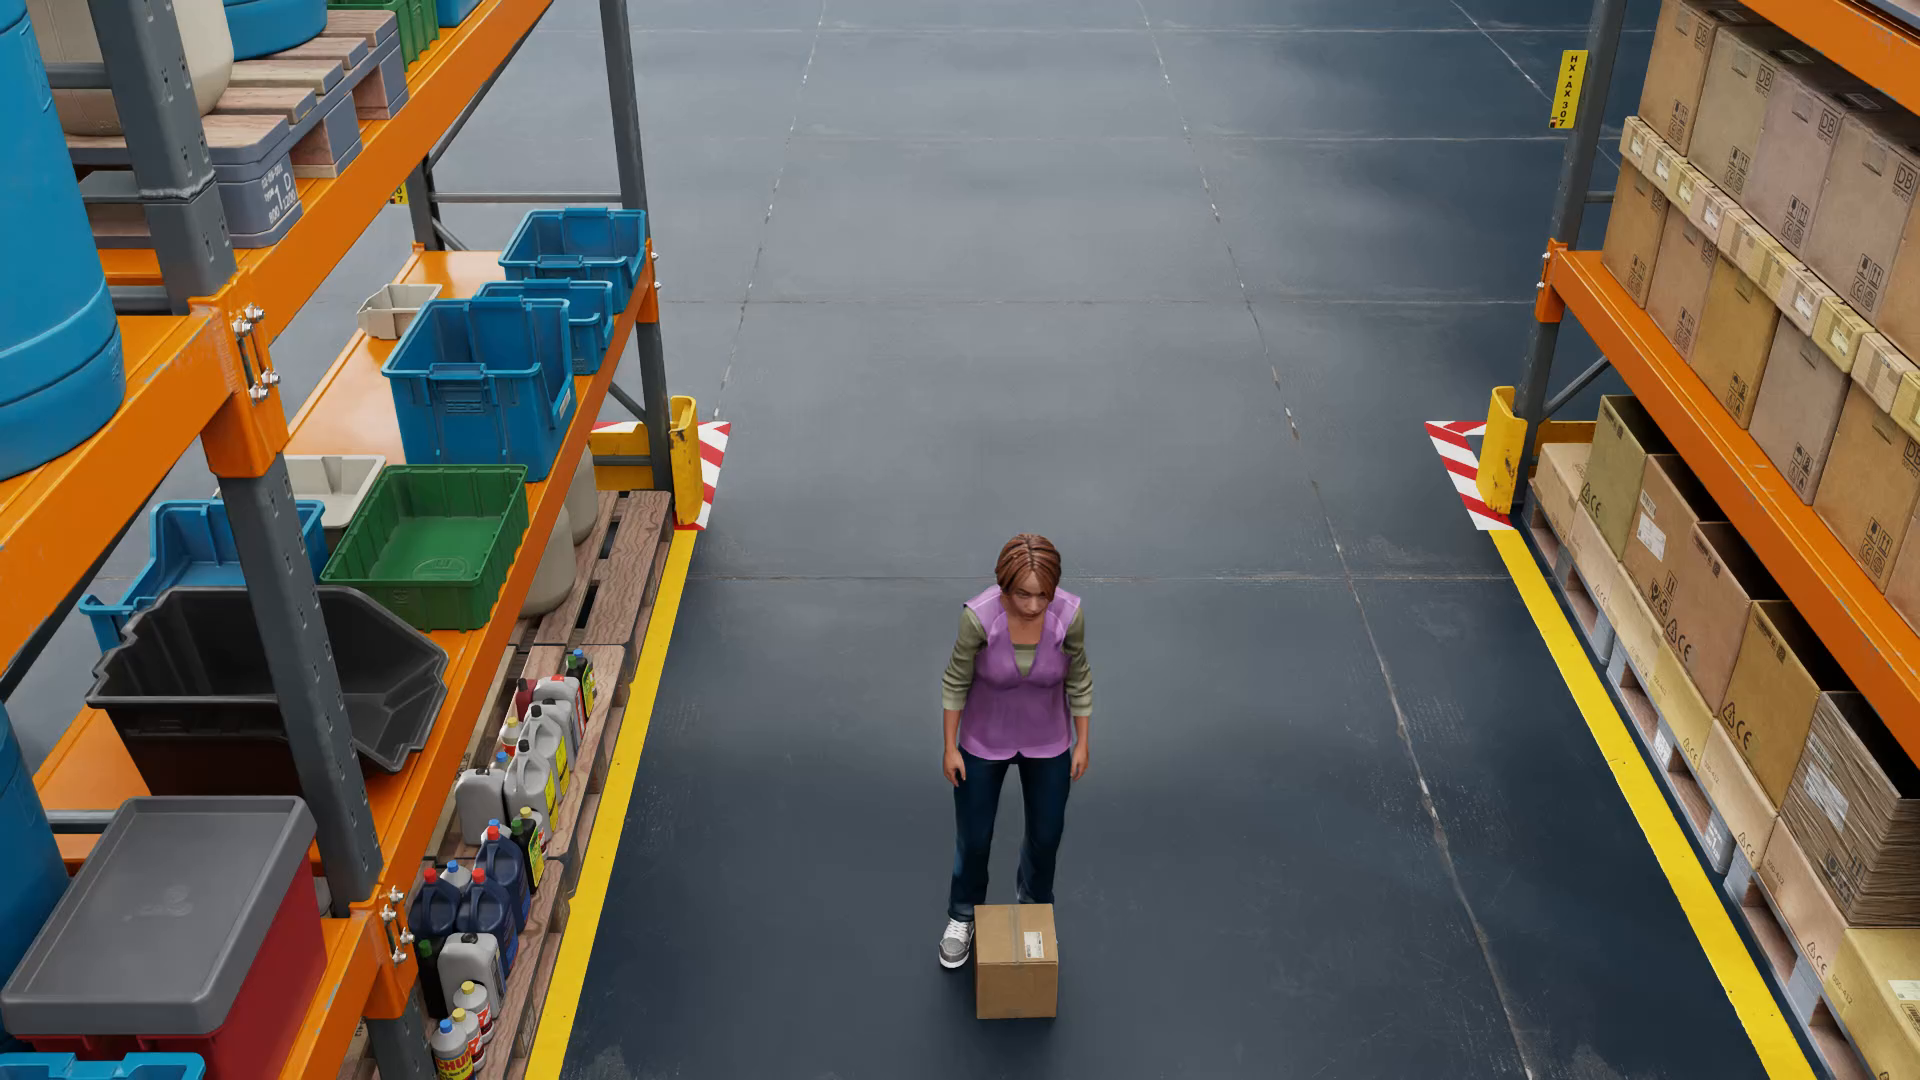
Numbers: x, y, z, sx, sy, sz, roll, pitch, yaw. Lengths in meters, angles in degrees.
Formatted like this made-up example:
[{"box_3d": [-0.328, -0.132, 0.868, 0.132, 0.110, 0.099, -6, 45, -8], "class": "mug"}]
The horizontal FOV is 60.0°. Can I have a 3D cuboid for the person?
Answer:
[{"box_3d": [0.167, 0.641, 5.121, 0.482, 1.591, 0.347, -2, 32, -3], "class": "person"}]
